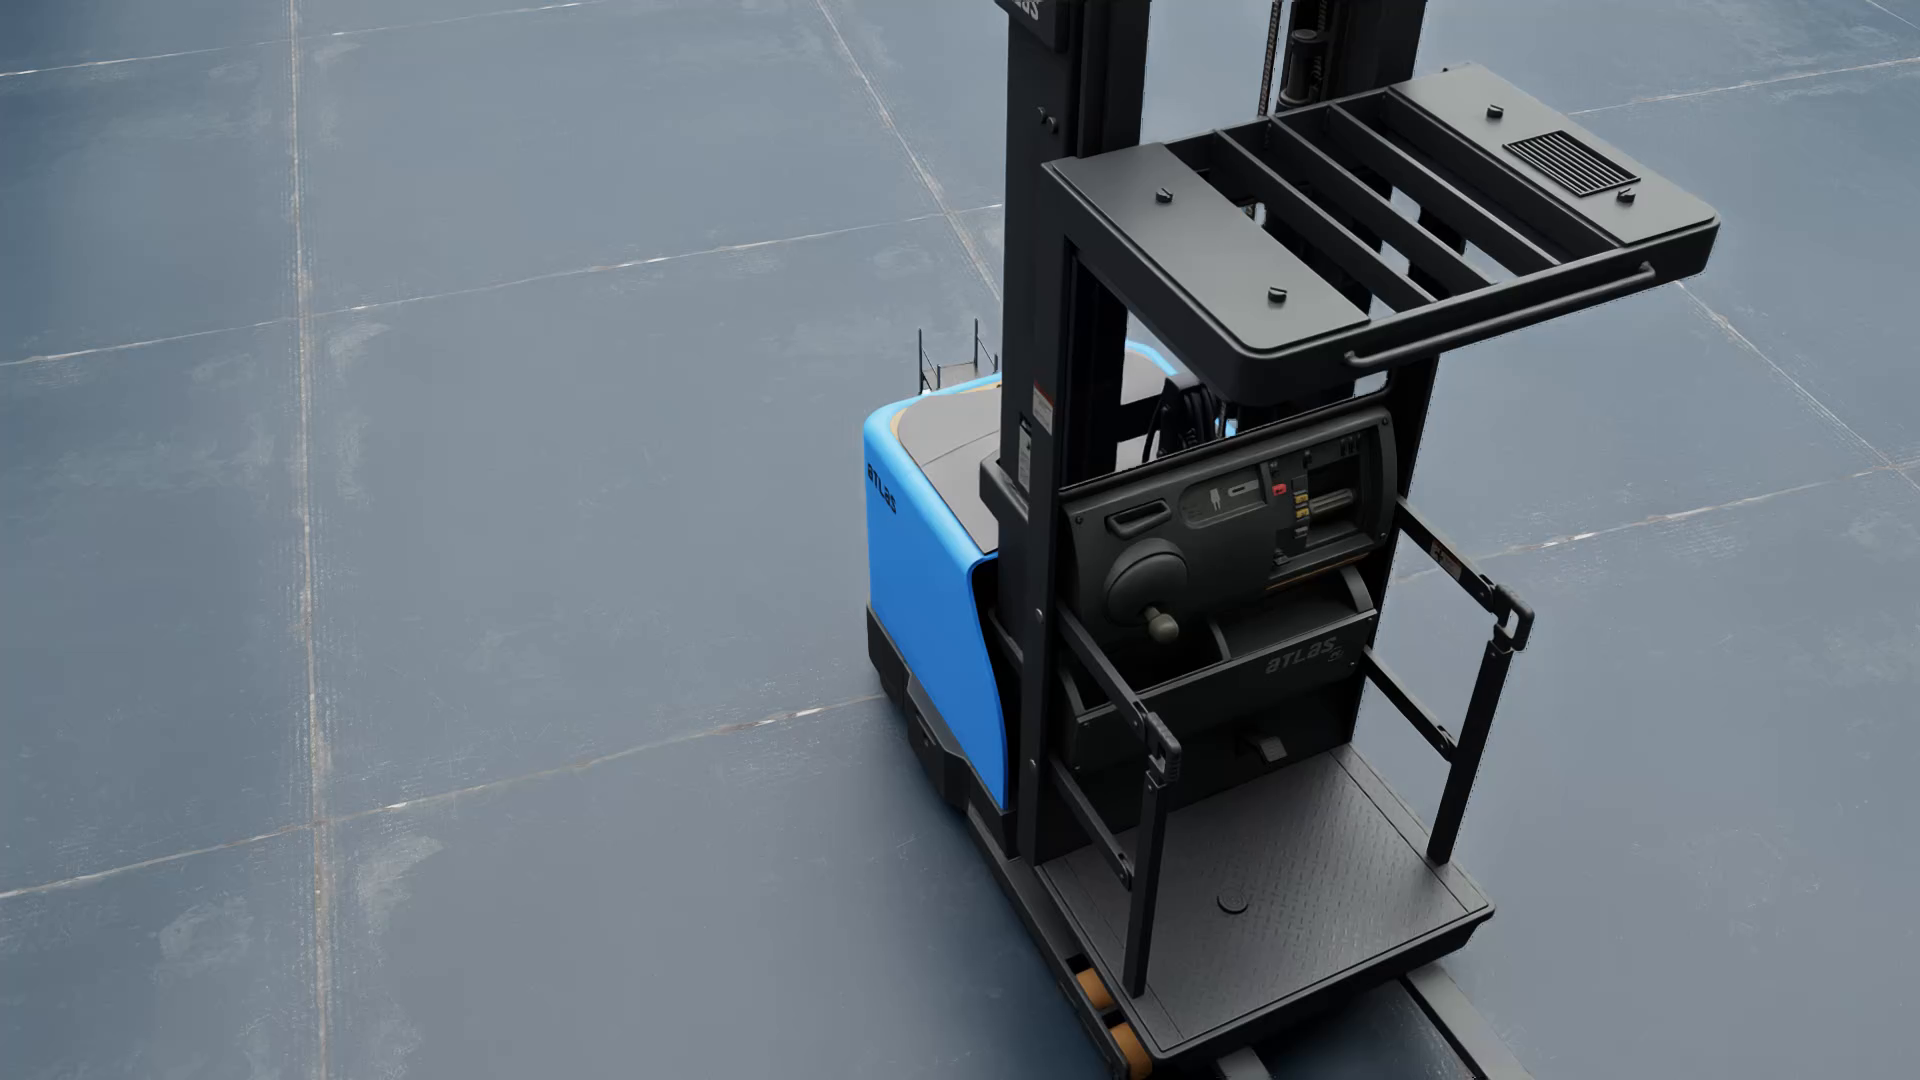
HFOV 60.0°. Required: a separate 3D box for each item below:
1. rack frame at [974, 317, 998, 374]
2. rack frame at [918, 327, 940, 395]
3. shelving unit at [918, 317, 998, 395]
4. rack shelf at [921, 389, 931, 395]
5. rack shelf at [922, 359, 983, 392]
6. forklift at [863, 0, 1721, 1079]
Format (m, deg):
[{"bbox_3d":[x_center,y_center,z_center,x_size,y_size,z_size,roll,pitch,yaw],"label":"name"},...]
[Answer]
[{"bbox_3d":[0.089,-0.357,5.975,0.006,0.900,0.240,-12,42,-13],"label":"rack frame"},{"bbox_3d":[-0.105,-0.317,5.929,0.006,0.900,0.240,-12,42,-13],"label":"rack frame"},{"bbox_3d":[-0.008,-0.337,5.952,0.210,0.900,0.258,-12,42,-13],"label":"shelving unit"},{"bbox_3d":[-0.008,-0.448,5.856,0.200,0.077,0.258,-12,42,-13],"label":"rack shelf"},{"bbox_3d":[-0.008,-0.516,5.796,0.200,0.077,0.258,-12,42,-13],"label":"rack shelf"},{"bbox_3d":[0.782,0.046,3.970,1.130,2.935,3.031,-18,44,-19],"label":"forklift"}]
